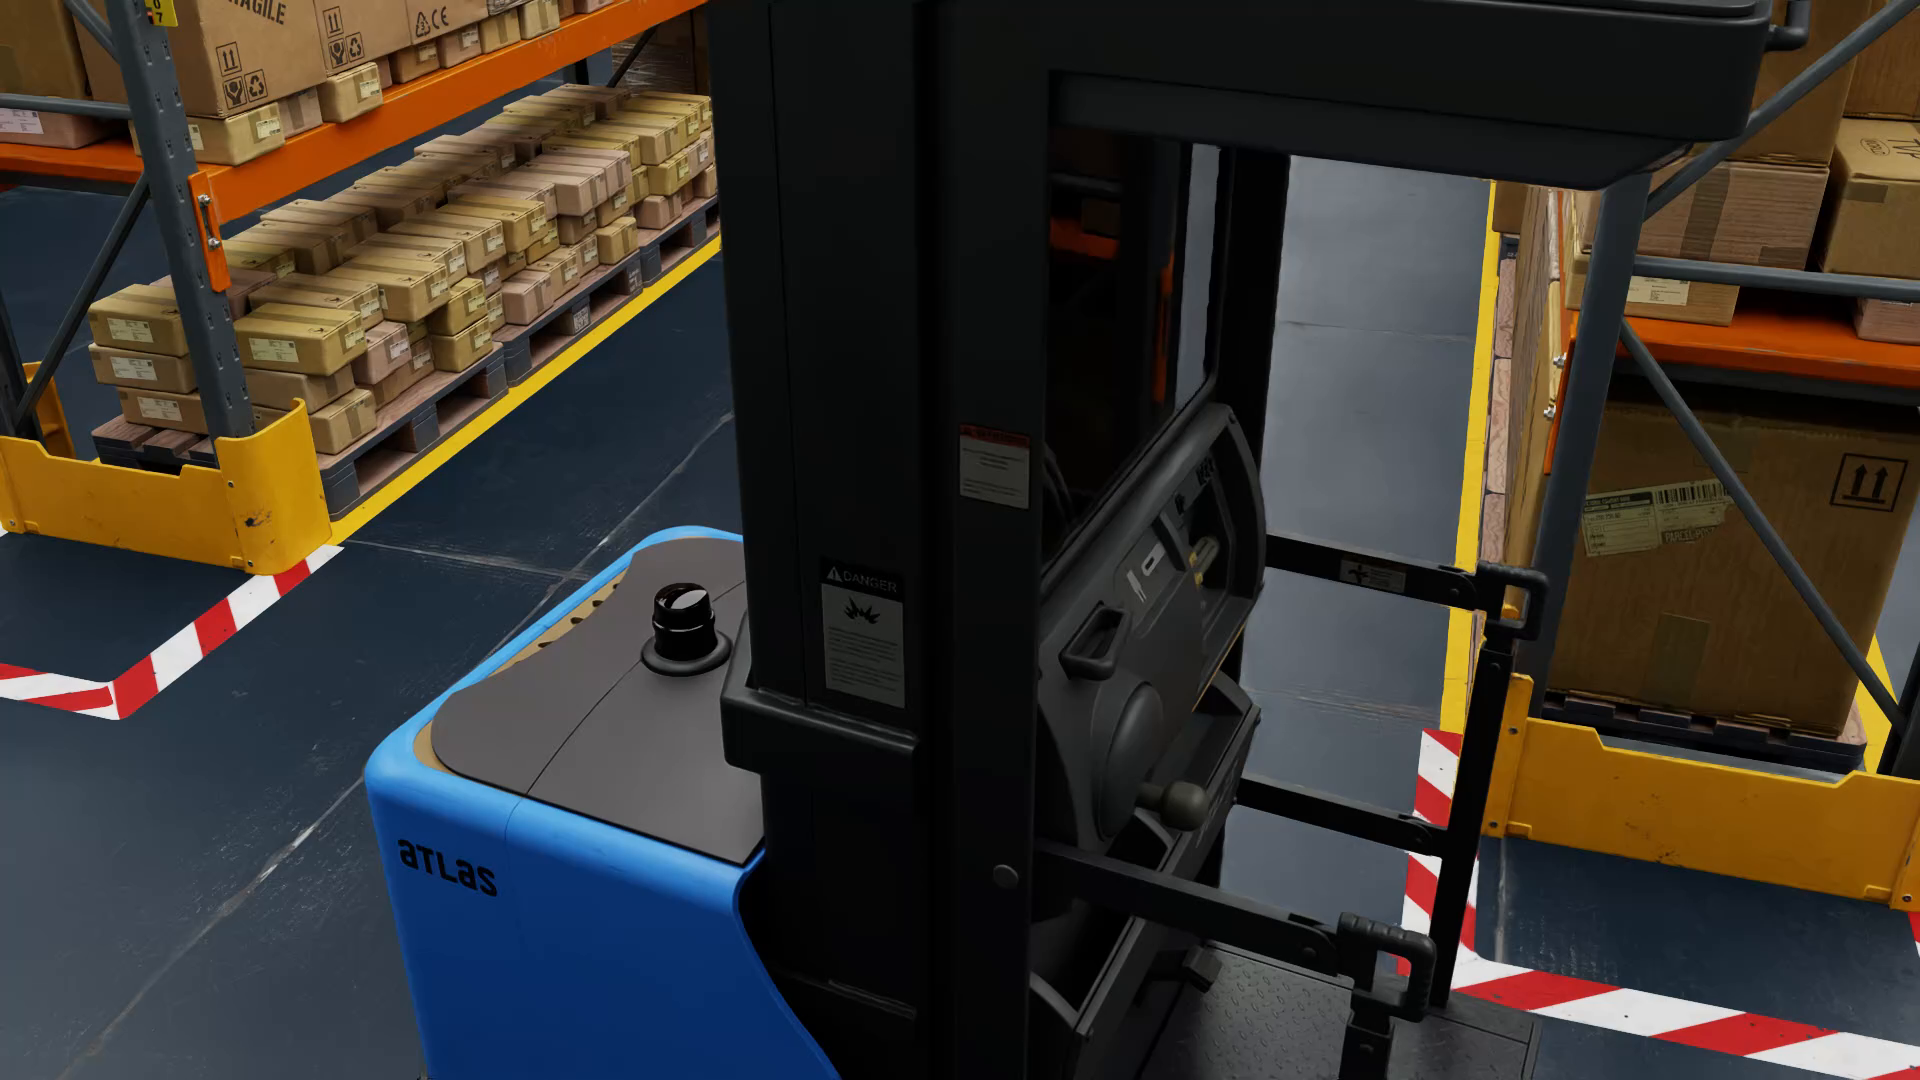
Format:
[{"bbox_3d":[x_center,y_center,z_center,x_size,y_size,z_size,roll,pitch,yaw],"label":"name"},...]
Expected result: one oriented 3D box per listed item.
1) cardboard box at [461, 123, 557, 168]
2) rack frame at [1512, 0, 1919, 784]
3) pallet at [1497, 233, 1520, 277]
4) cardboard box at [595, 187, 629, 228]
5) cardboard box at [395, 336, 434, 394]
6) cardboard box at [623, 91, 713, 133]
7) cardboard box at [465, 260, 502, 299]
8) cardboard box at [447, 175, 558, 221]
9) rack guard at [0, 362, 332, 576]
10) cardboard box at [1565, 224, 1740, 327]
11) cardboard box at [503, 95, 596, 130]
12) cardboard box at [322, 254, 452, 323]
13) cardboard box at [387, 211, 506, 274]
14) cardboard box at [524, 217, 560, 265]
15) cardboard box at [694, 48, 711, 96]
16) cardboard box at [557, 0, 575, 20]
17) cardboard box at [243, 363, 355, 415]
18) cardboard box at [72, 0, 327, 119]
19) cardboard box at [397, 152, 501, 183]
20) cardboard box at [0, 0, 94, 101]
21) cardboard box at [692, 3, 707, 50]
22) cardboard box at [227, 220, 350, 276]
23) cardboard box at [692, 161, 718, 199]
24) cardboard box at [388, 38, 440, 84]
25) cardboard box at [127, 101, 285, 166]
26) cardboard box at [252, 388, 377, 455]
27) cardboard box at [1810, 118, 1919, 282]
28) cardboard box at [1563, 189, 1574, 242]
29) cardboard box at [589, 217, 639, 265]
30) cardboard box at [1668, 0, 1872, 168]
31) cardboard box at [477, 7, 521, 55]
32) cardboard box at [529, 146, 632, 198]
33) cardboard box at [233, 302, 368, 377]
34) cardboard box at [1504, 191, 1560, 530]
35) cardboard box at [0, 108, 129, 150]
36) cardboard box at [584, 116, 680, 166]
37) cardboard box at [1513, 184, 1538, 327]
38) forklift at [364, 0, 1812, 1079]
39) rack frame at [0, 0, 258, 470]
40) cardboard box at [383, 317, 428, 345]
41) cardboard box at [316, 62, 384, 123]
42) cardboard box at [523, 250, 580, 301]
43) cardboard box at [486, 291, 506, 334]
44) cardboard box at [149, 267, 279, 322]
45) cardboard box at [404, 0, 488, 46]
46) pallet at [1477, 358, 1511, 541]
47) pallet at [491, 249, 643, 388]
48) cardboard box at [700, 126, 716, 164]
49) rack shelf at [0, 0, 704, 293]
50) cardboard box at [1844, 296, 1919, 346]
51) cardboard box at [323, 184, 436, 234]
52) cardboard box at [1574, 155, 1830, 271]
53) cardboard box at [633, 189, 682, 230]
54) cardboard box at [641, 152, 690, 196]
[{"bbox_3d":[-2.140,-1.868,7.912,0.380,0.149,0.250,8,30,14],"label":"cardboard box"},{"bbox_3d":[1.916,-0.556,3.664,1.000,3.000,0.127,8,30,15],"label":"rack frame"},{"bbox_3d":[3.245,-1.566,8.348,1.003,0.211,1.213,8,30,15],"label":"pallet"},{"bbox_3d":[-1.763,-1.567,7.677,0.380,0.149,0.250,9,30,16],"label":"cardboard box"},{"bbox_3d":[-2.271,-0.696,6.417,0.380,0.149,0.250,9,30,15],"label":"cardboard box"},{"bbox_3d":[-1.477,-2.165,8.445,0.380,0.149,0.250,9,30,16],"label":"cardboard box"},{"bbox_3d":[-2.109,-1.072,6.786,0.380,0.149,0.250,7,30,12],"label":"cardboard box"},{"bbox_3d":[-1.967,-1.449,7.157,0.380,0.149,0.250,9,30,15],"label":"cardboard box"},{"bbox_3d":[-2.773,-0.254,5.692,1.175,0.500,0.348,8,30,15],"label":"rack guard"},{"bbox_3d":[1.706,-0.659,4.107,0.380,0.149,0.250,9,30,16],"label":"cardboard box"},{"bbox_3d":[-2.058,-2.117,8.359,0.380,0.149,0.250,10,31,17],"label":"cardboard box"},{"bbox_3d":[-2.155,-0.948,6.257,0.380,0.149,0.250,8,30,15],"label":"cardboard box"},{"bbox_3d":[-2.071,-1.202,6.714,0.380,0.149,0.250,10,31,17],"label":"cardboard box"},{"bbox_3d":[-1.980,-1.328,7.246,0.380,0.149,0.250,10,31,17],"label":"cardboard box"},{"bbox_3d":[-1.151,-2.567,9.418,0.500,0.500,0.500,10,31,17],"label":"cardboard box"},{"bbox_3d":[-1.865,-2.286,7.031,0.380,0.149,0.250,8,30,14],"label":"cardboard box"},{"bbox_3d":[-2.396,-0.586,5.912,0.380,0.149,0.250,10,31,17],"label":"cardboard box"},{"bbox_3d":[-2.400,-1.654,5.229,0.500,0.500,0.500,10,31,17],"label":"cardboard box"},{"bbox_3d":[-2.294,-1.623,7.471,0.380,0.149,0.250,7,30,13],"label":"cardboard box"},{"bbox_3d":[-2.910,-1.730,5.366,0.500,0.500,0.500,9,30,16],"label":"cardboard box"},{"bbox_3d":[-1.152,-2.894,9.235,0.500,0.250,0.500,7,30,13],"label":"cardboard box"},{"bbox_3d":[-2.663,-1.149,6.619,0.380,0.149,0.250,7,30,13],"label":"cardboard box"},{"bbox_3d":[-1.411,-1.877,8.539,0.380,0.149,0.250,9,30,16],"label":"cardboard box"},{"bbox_3d":[-2.174,-1.809,6.175,0.380,0.149,0.250,8,30,14],"label":"cardboard box"},{"bbox_3d":[-2.387,-1.305,5.269,0.380,0.149,0.250,8,30,14],"label":"cardboard box"},{"bbox_3d":[-2.336,-0.446,5.968,0.380,0.149,0.250,9,30,16],"label":"cardboard box"},{"bbox_3d":[2.315,-0.805,3.960,0.500,0.250,0.500,8,30,14],"label":"cardboard box"},{"bbox_3d":[1.856,-0.897,4.535,0.380,0.149,0.250,9,30,15],"label":"cardboard box"},{"bbox_3d":[-1.715,-1.396,7.674,0.380,0.149,0.250,8,30,15],"label":"cardboard box"},{"bbox_3d":[1.808,-1.212,3.921,0.500,0.500,0.500,9,30,15],"label":"cardboard box"},{"bbox_3d":[-1.978,-2.037,6.585,0.380,0.149,0.250,10,30,17],"label":"cardboard box"},{"bbox_3d":[-1.722,-1.675,7.565,0.380,0.149,0.250,7,30,12],"label":"cardboard box"},{"bbox_3d":[-2.317,-0.704,5.818,0.380,0.149,0.250,7,30,13],"label":"cardboard box"},{"bbox_3d":[2.295,-0.543,5.394,0.875,0.875,0.875,8,30,15],"label":"cardboard box"},{"bbox_3d":[-2.970,-1.393,5.427,0.380,0.149,0.250,9,30,15],"label":"cardboard box"},{"bbox_3d":[-1.580,-1.924,8.012,0.380,0.149,0.250,8,30,14],"label":"cardboard box"},{"bbox_3d":[2.820,-1.375,6.890,0.875,0.875,0.875,8,30,15],"label":"cardboard box"},{"bbox_3d":[0.502,0.123,2.515,3.031,2.935,1.130,13,32,22],"label":"forklift"},{"bbox_3d":[-2.796,-1.311,5.021,1.000,3.000,0.127,8,30,15],"label":"rack frame"},{"bbox_3d":[-2.275,-0.831,6.353,0.380,0.149,0.250,9,30,16],"label":"cardboard box"},{"bbox_3d":[-2.222,-1.547,5.703,0.380,0.149,0.250,8,30,13],"label":"cardboard box"},{"bbox_3d":[-1.895,-1.167,7.263,0.380,0.149,0.250,9,30,15],"label":"cardboard box"},{"bbox_3d":[-2.107,-0.931,6.839,0.380,0.149,0.250,9,30,15],"label":"cardboard box"},{"bbox_3d":[-2.754,-0.899,6.170,0.380,0.149,0.250,9,30,16],"label":"cardboard box"},{"bbox_3d":[-2.111,-2.132,6.088,0.500,0.500,0.500,9,30,16],"label":"cardboard box"},{"bbox_3d":[2.436,-0.286,6.046,1.003,0.211,1.213,8,30,15],"label":"pallet"},{"bbox_3d":[-2.141,-1.065,7.448,1.003,0.211,1.213,8,30,15],"label":"pallet"},{"bbox_3d":[-1.410,-2.046,8.537,0.380,0.149,0.250,9,30,16],"label":"cardboard box"},{"bbox_3d":[-2.209,-1.926,6.867,1.077,0.370,4.000,8,30,15],"label":"rack shelf"},{"bbox_3d":[2.336,-0.564,3.937,0.380,0.149,0.250,9,30,15],"label":"cardboard box"},{"bbox_3d":[-2.454,-1.389,7.049,0.380,0.149,0.250,7,30,13],"label":"cardboard box"},{"bbox_3d":[1.805,-0.884,4.101,0.500,0.250,0.500,8,30,14],"label":"cardboard box"},{"bbox_3d":[-1.583,-1.636,8.106,0.380,0.149,0.250,7,30,13],"label":"cardboard box"},{"bbox_3d":[-1.539,-1.791,8.079,0.380,0.149,0.250,7,30,13],"label":"cardboard box"}]
